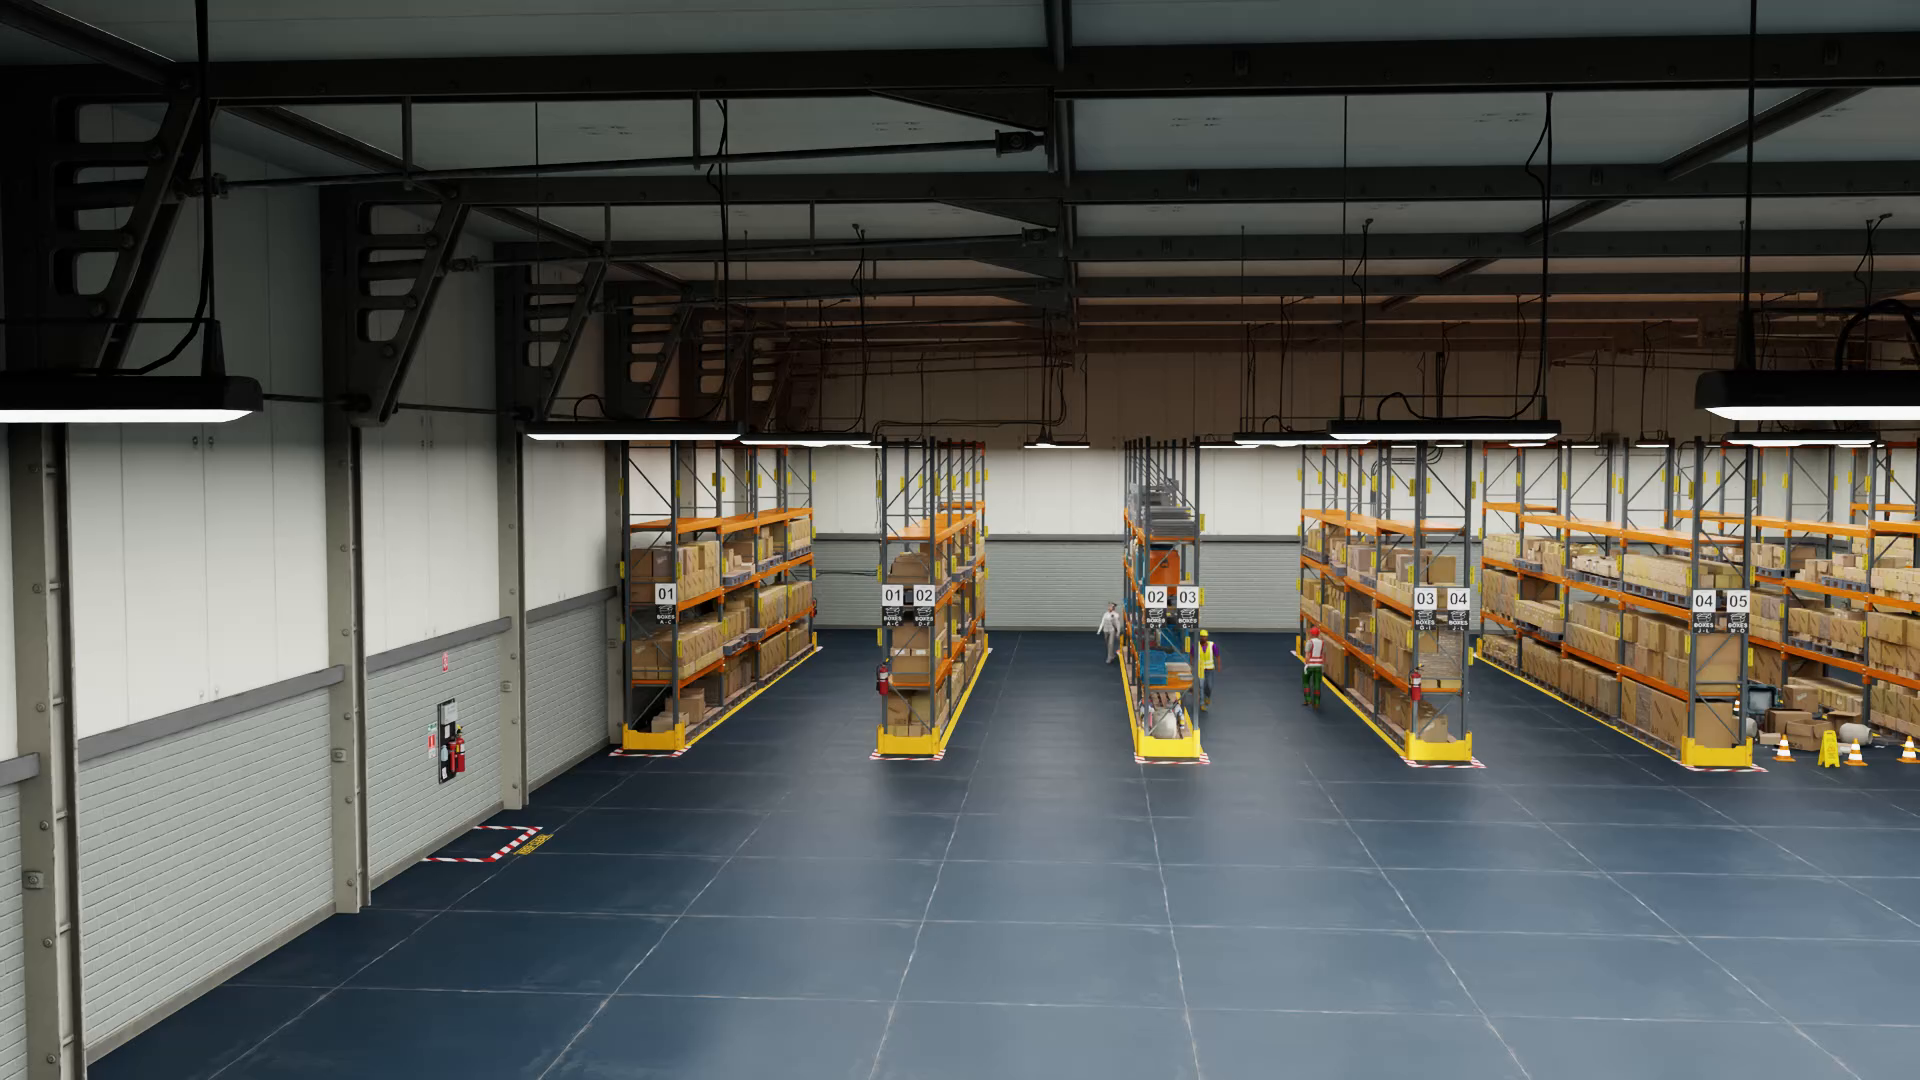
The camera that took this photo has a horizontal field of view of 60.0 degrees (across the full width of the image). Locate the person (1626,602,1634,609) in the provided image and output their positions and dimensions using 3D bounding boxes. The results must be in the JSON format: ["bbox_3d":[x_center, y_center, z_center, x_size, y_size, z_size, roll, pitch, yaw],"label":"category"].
[{"bbox_3d":[18.040,2.465,44.825,0.502,1.666,0.974,-2,4,-30],"label":"person"}]

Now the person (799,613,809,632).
[{"bbox_3d":[-4.581,2.254,49.018,0.406,1.704,0.480,0,3,3],"label":"person"}]

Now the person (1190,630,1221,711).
[{"bbox_3d":[5.446,2.865,36.938,0.660,1.760,0.838,0,3,3],"label":"person"}]

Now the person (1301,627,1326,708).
[{"bbox_3d":[7.923,2.853,37.145,0.544,1.807,0.537,0,3,-5],"label":"person"}]

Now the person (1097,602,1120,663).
[{"bbox_3d":[4.051,2.475,44.981,0.558,1.637,1.005,1,3,26],"label":"person"}]
